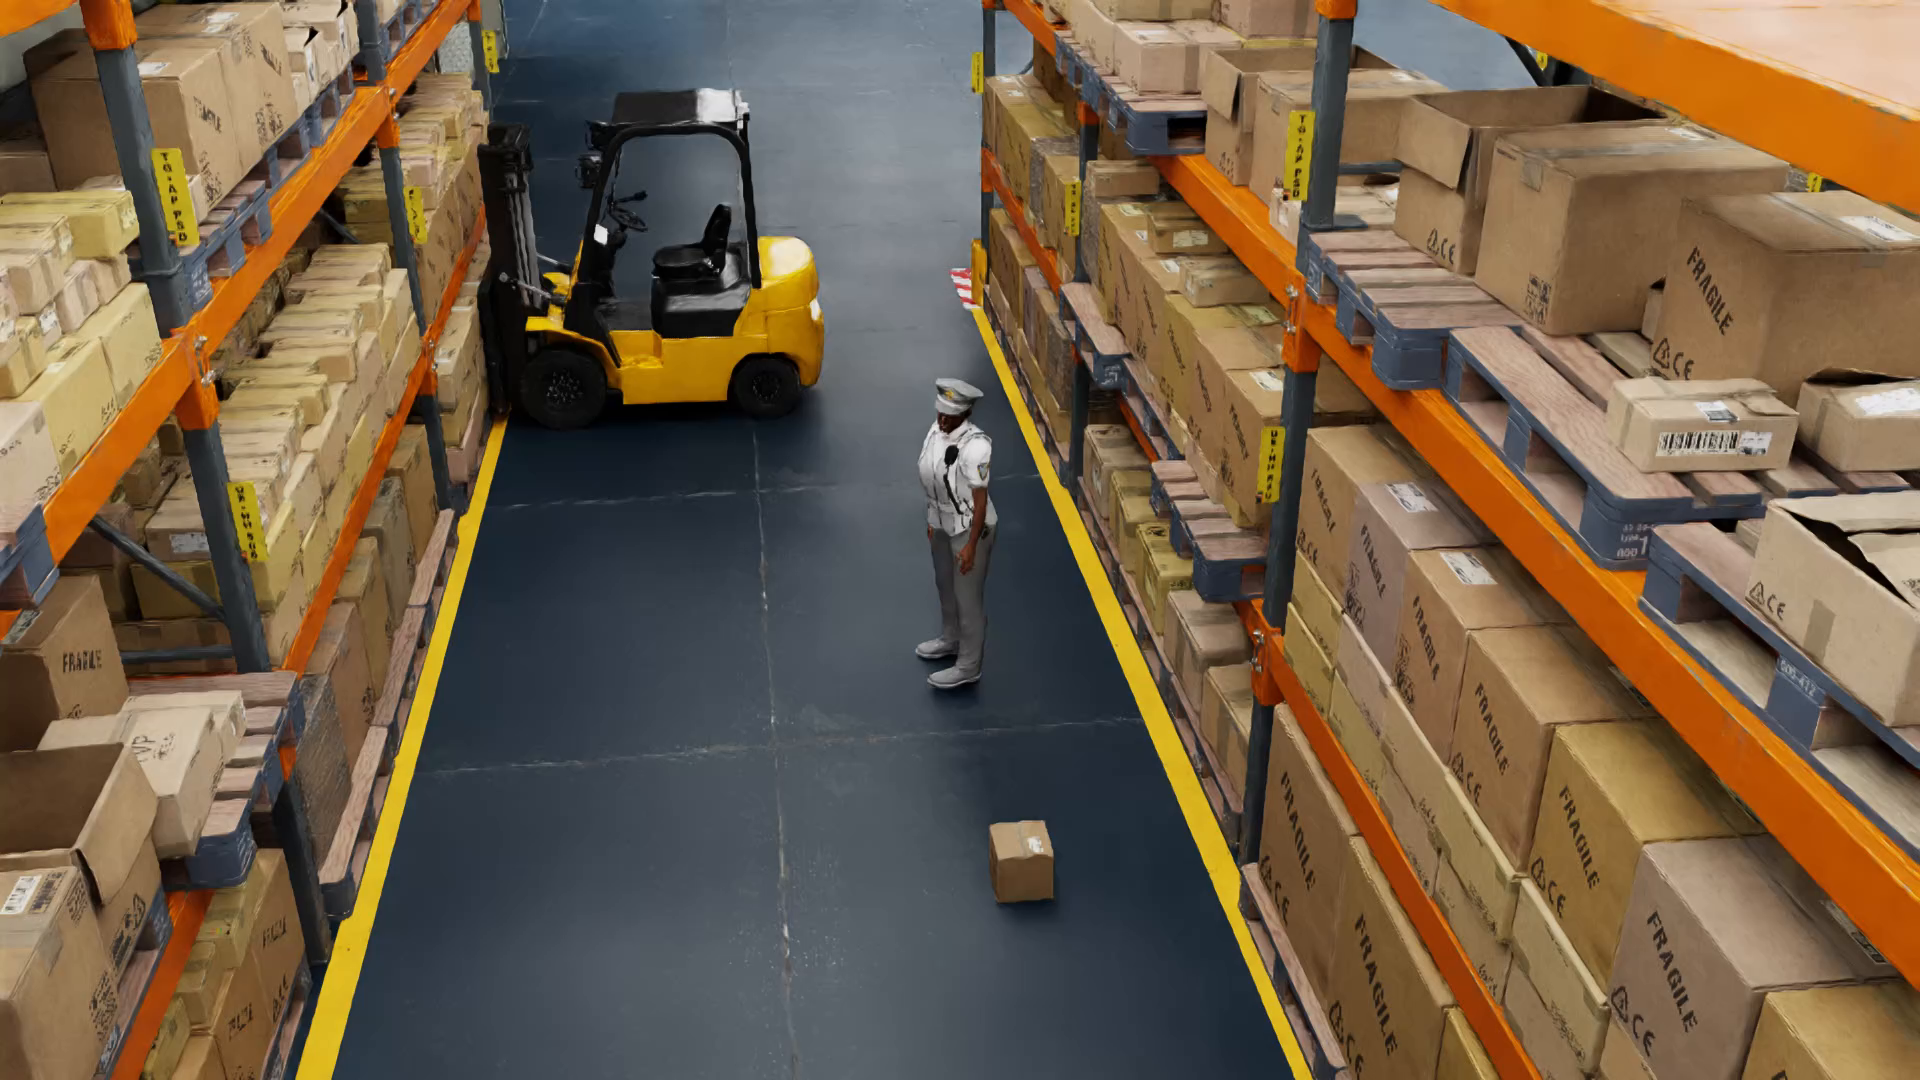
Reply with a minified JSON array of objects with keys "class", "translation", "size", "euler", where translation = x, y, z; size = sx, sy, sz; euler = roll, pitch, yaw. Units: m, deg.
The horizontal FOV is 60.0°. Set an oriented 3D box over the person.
[{"class":"person","translation":[-0.056,-0.048,8.639],"size":[0.430,1.685,0.519],"euler":[-19,33,-32]}]
